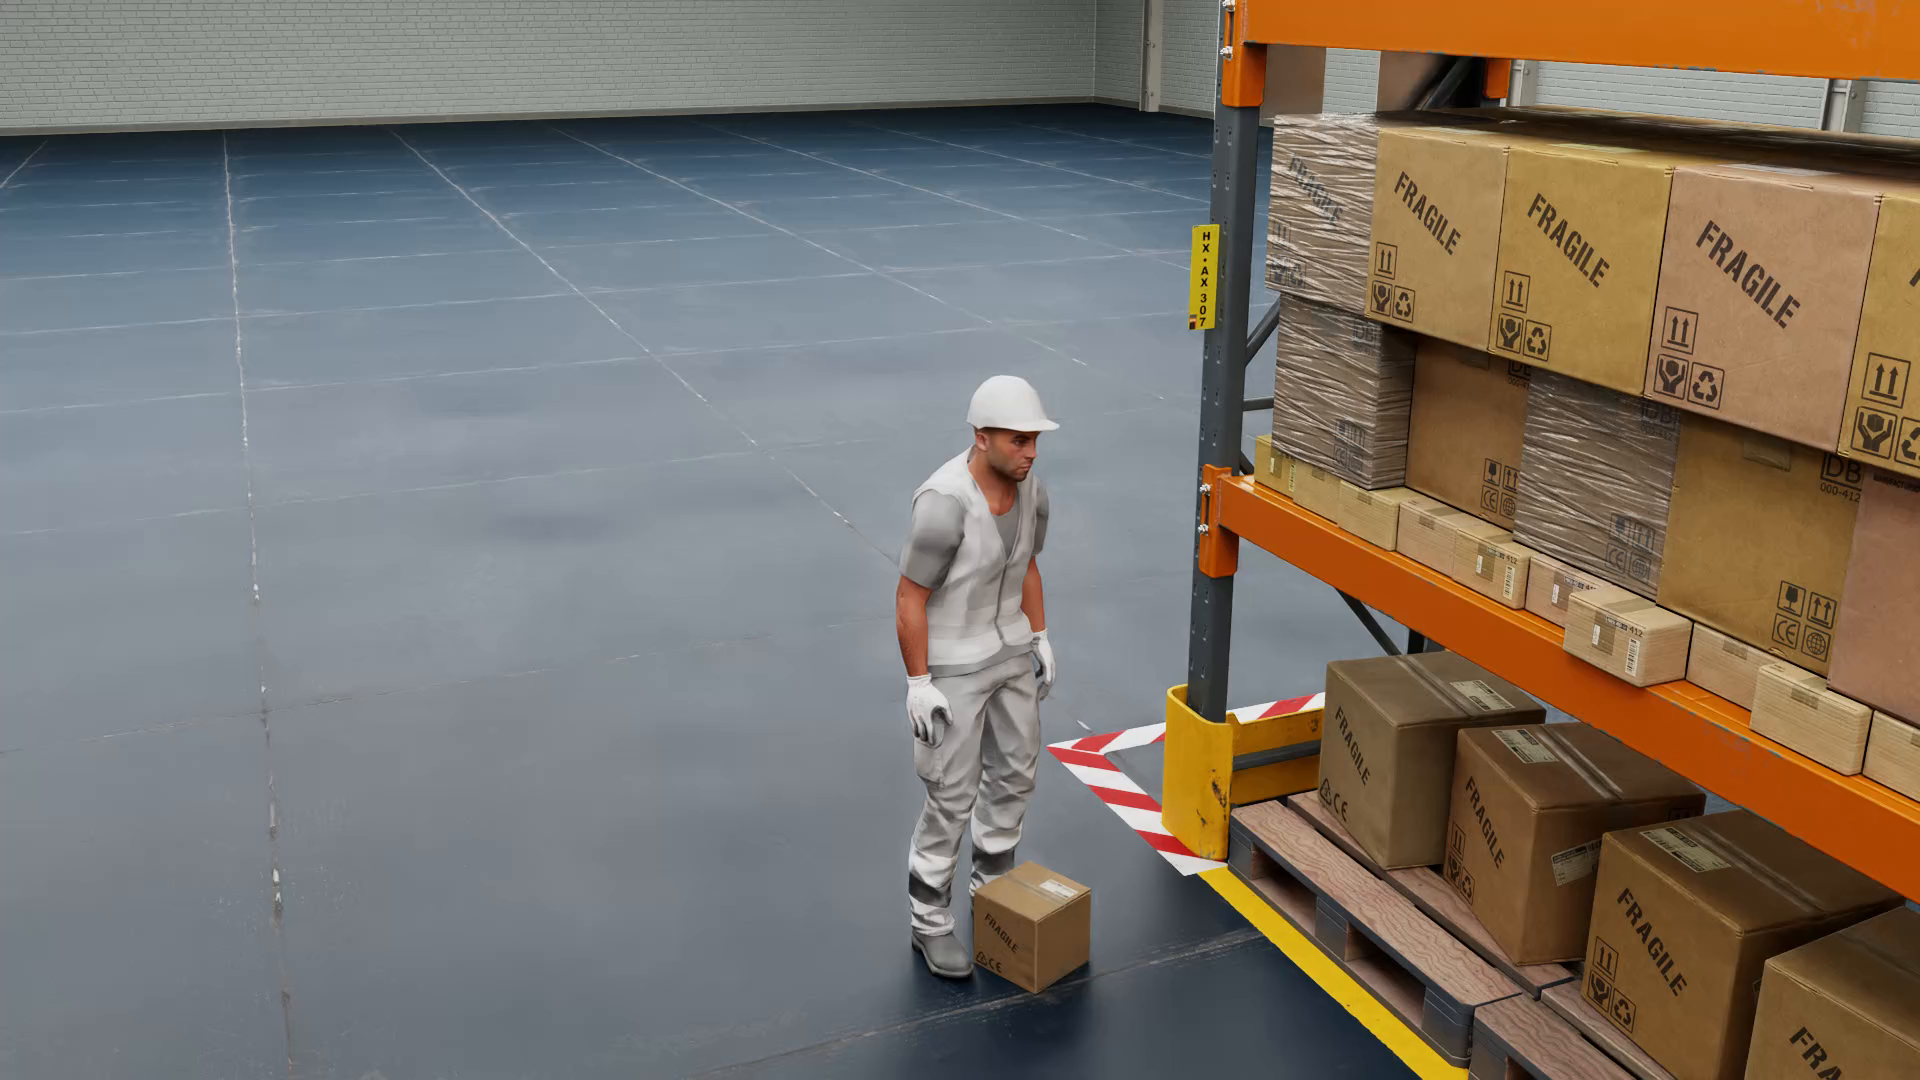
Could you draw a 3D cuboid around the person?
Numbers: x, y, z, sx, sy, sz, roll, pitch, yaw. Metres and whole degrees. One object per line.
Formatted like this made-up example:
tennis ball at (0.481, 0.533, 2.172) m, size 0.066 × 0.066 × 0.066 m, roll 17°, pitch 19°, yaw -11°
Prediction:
person at (0.068, 0.382, 4.910) m, size 0.453 × 1.777 × 0.608 m, roll 18°, pitch 25°, yaw 42°
